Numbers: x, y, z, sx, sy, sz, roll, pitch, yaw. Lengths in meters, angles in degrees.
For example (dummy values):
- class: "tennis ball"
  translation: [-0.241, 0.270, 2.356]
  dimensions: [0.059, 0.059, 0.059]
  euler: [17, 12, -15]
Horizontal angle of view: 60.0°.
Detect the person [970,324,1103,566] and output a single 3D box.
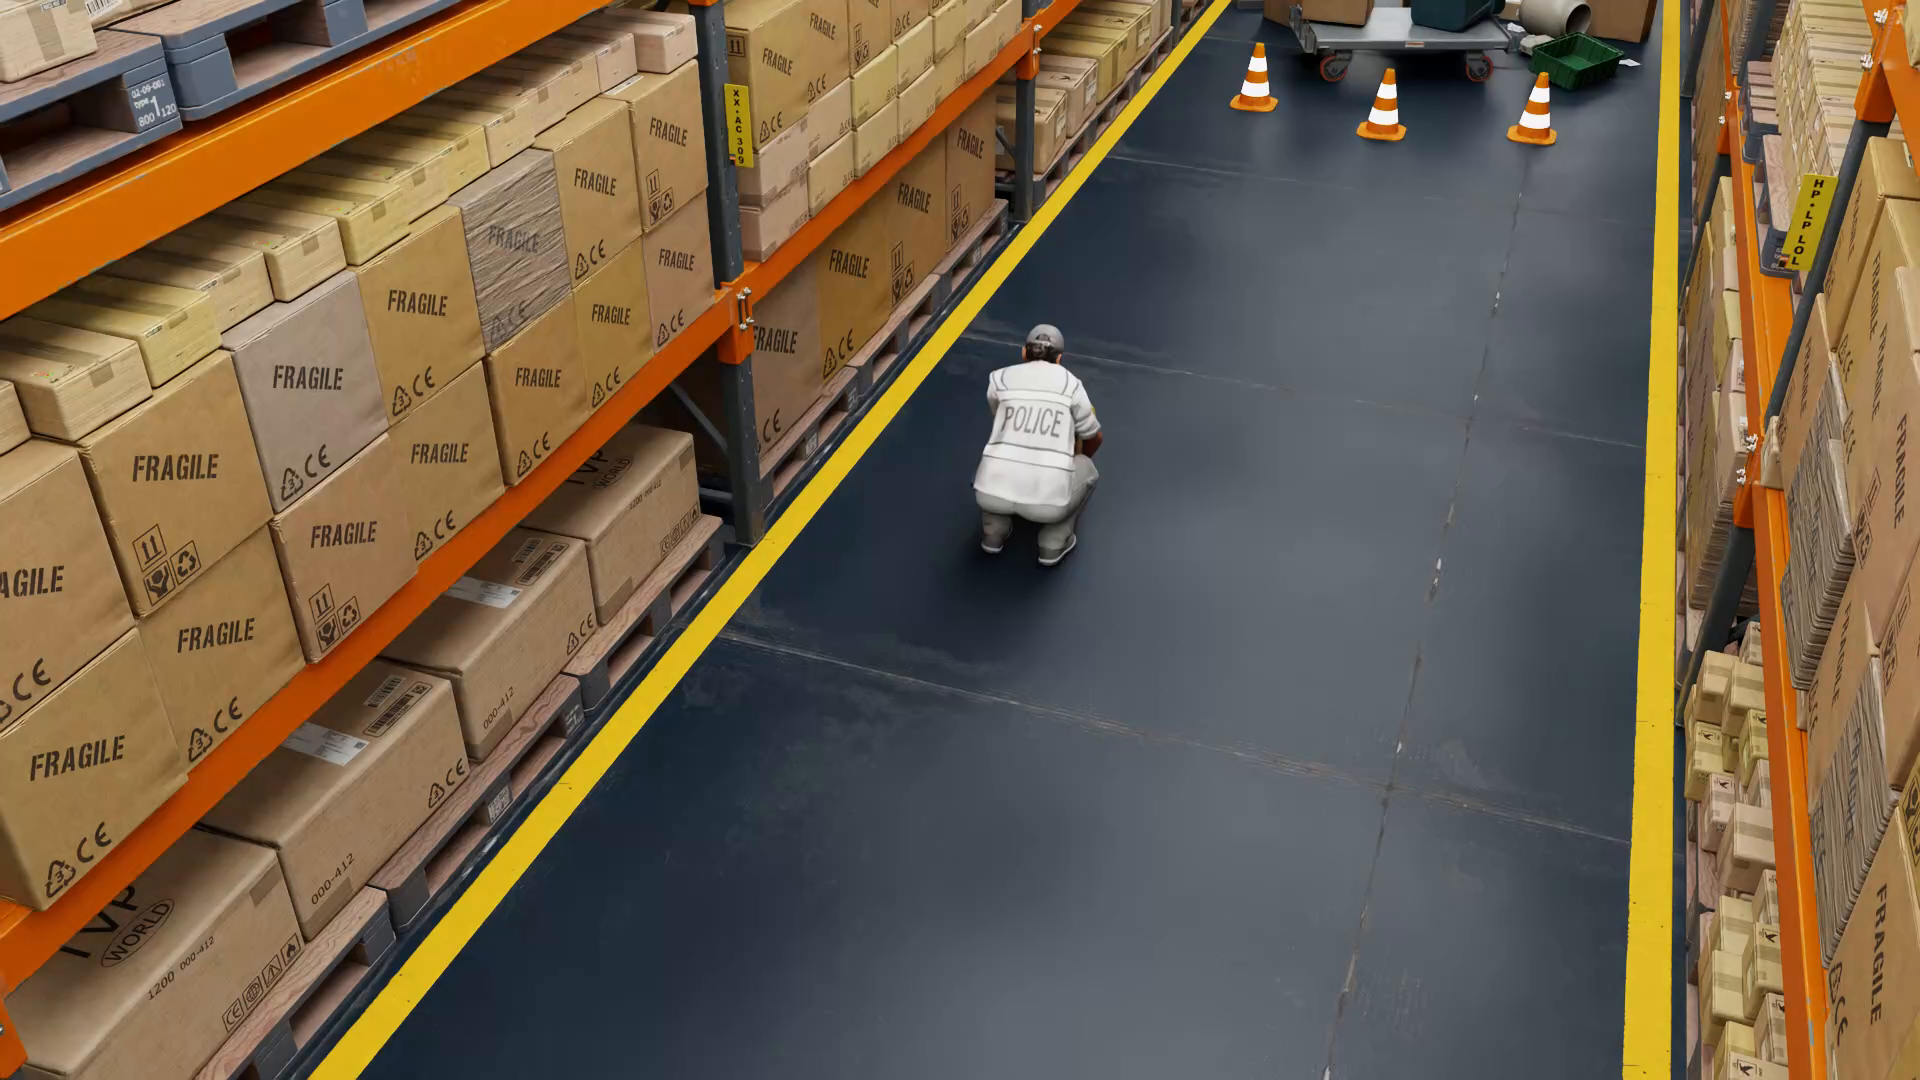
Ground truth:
- class: "person"
  translation: [0.342, -0.427, 7.458]
  dimensions: [0.530, 0.938, 0.847]
  euler: [11, 35, 16]
